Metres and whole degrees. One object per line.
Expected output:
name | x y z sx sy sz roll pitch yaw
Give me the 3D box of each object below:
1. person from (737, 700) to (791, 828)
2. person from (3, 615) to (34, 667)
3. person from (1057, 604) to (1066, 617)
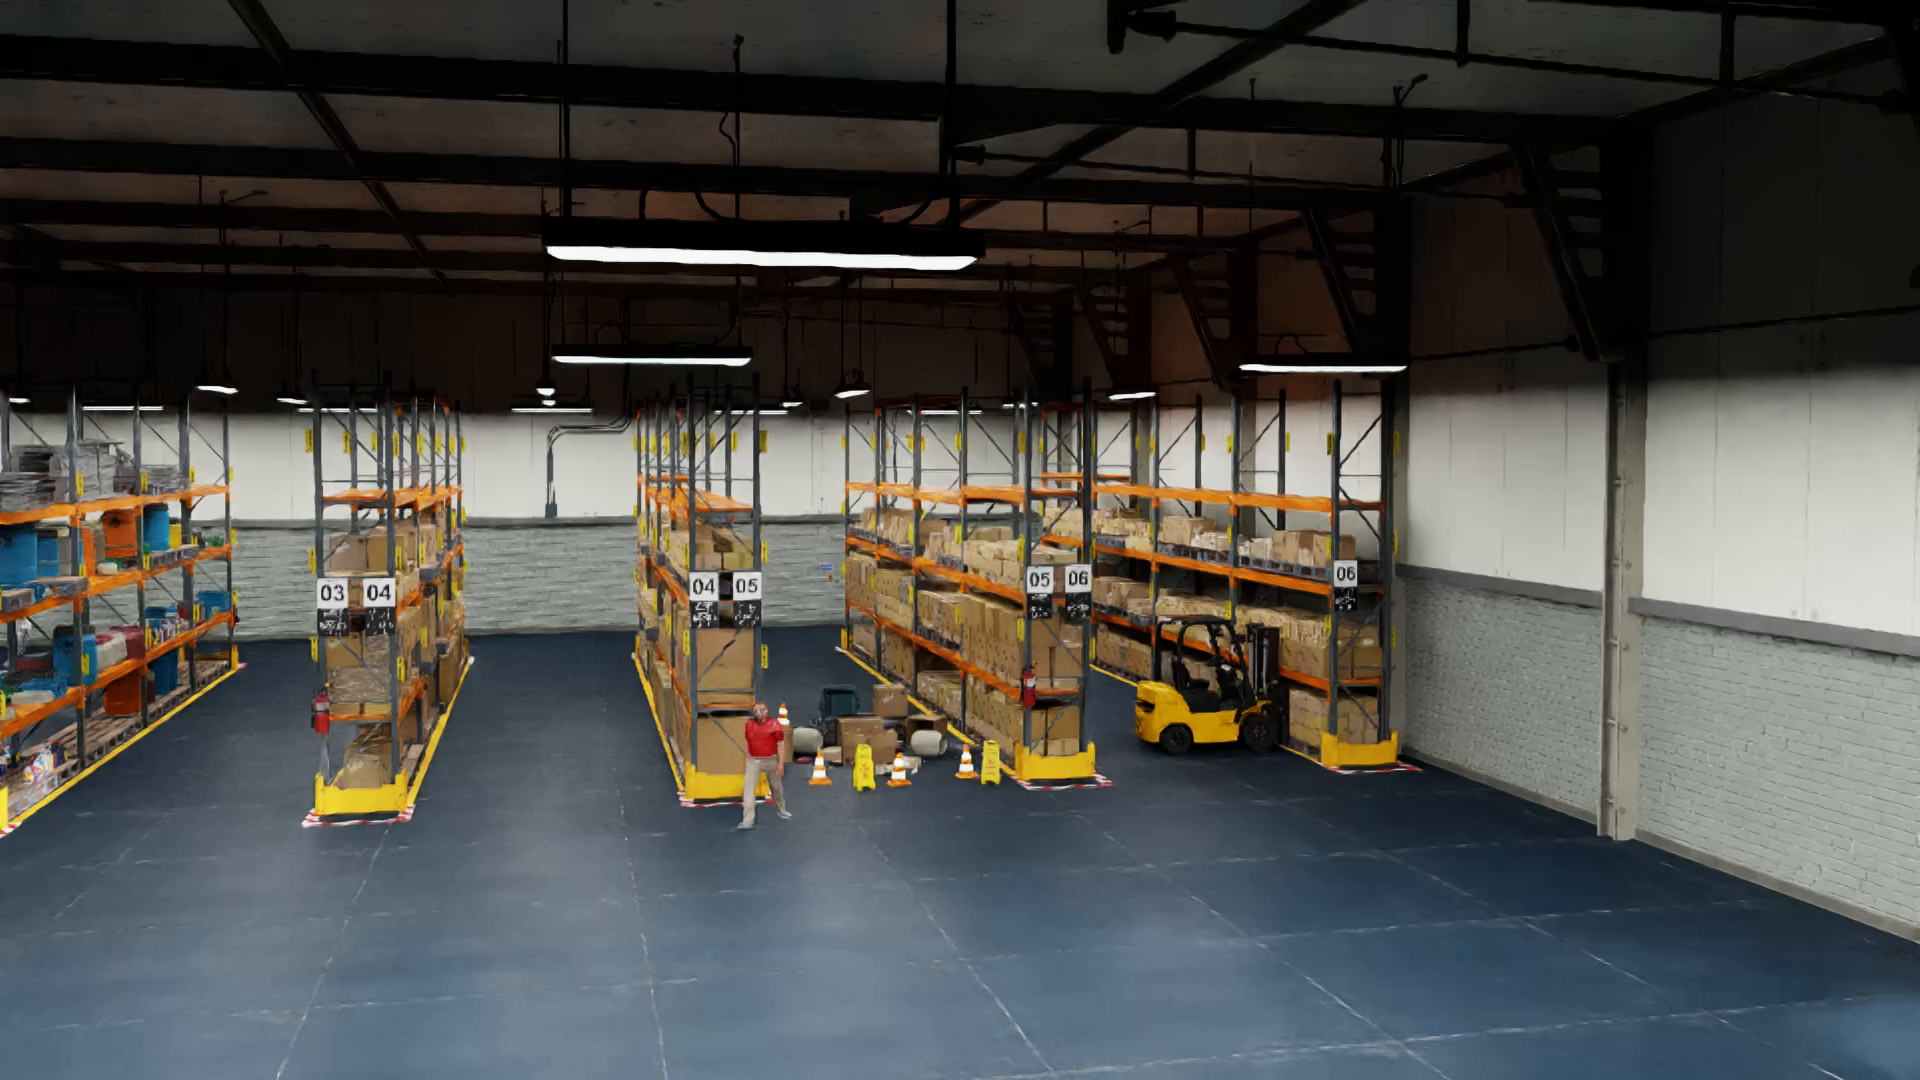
person | -2.569 2.910 21.810 0.584 1.664 0.982 0 3 8
person | -20.996 2.022 37.084 0.454 1.658 0.643 1 3 11
person | 2.777 1.649 42.839 0.533 1.784 0.638 -3 4 -38
